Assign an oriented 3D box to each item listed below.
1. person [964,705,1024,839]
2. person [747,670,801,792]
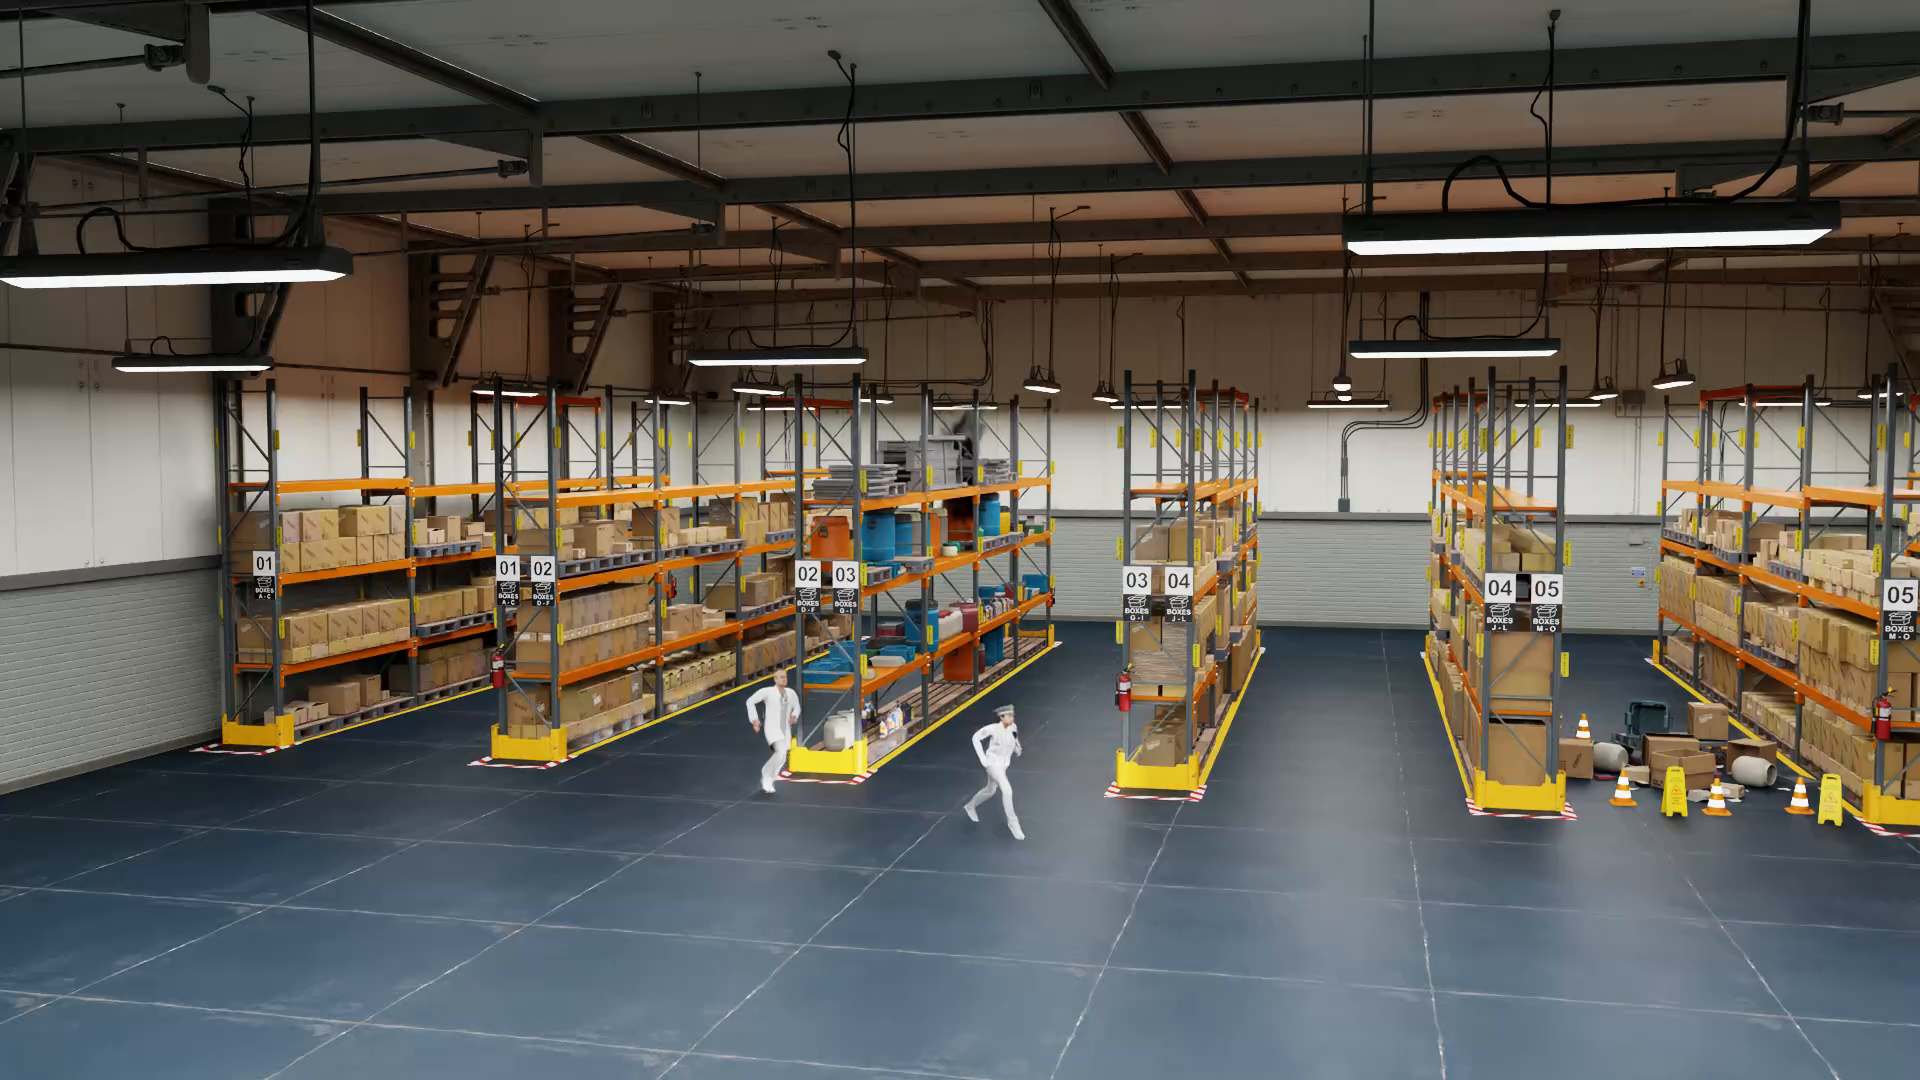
[{"bbox_3d":[0.439,2.909,21.212,1.037,1.686,0.616,3,5,41],"label":"person"},{"bbox_3d":[-2.577,2.752,23.637,0.738,1.649,0.643,-3,5,-43],"label":"person"}]
